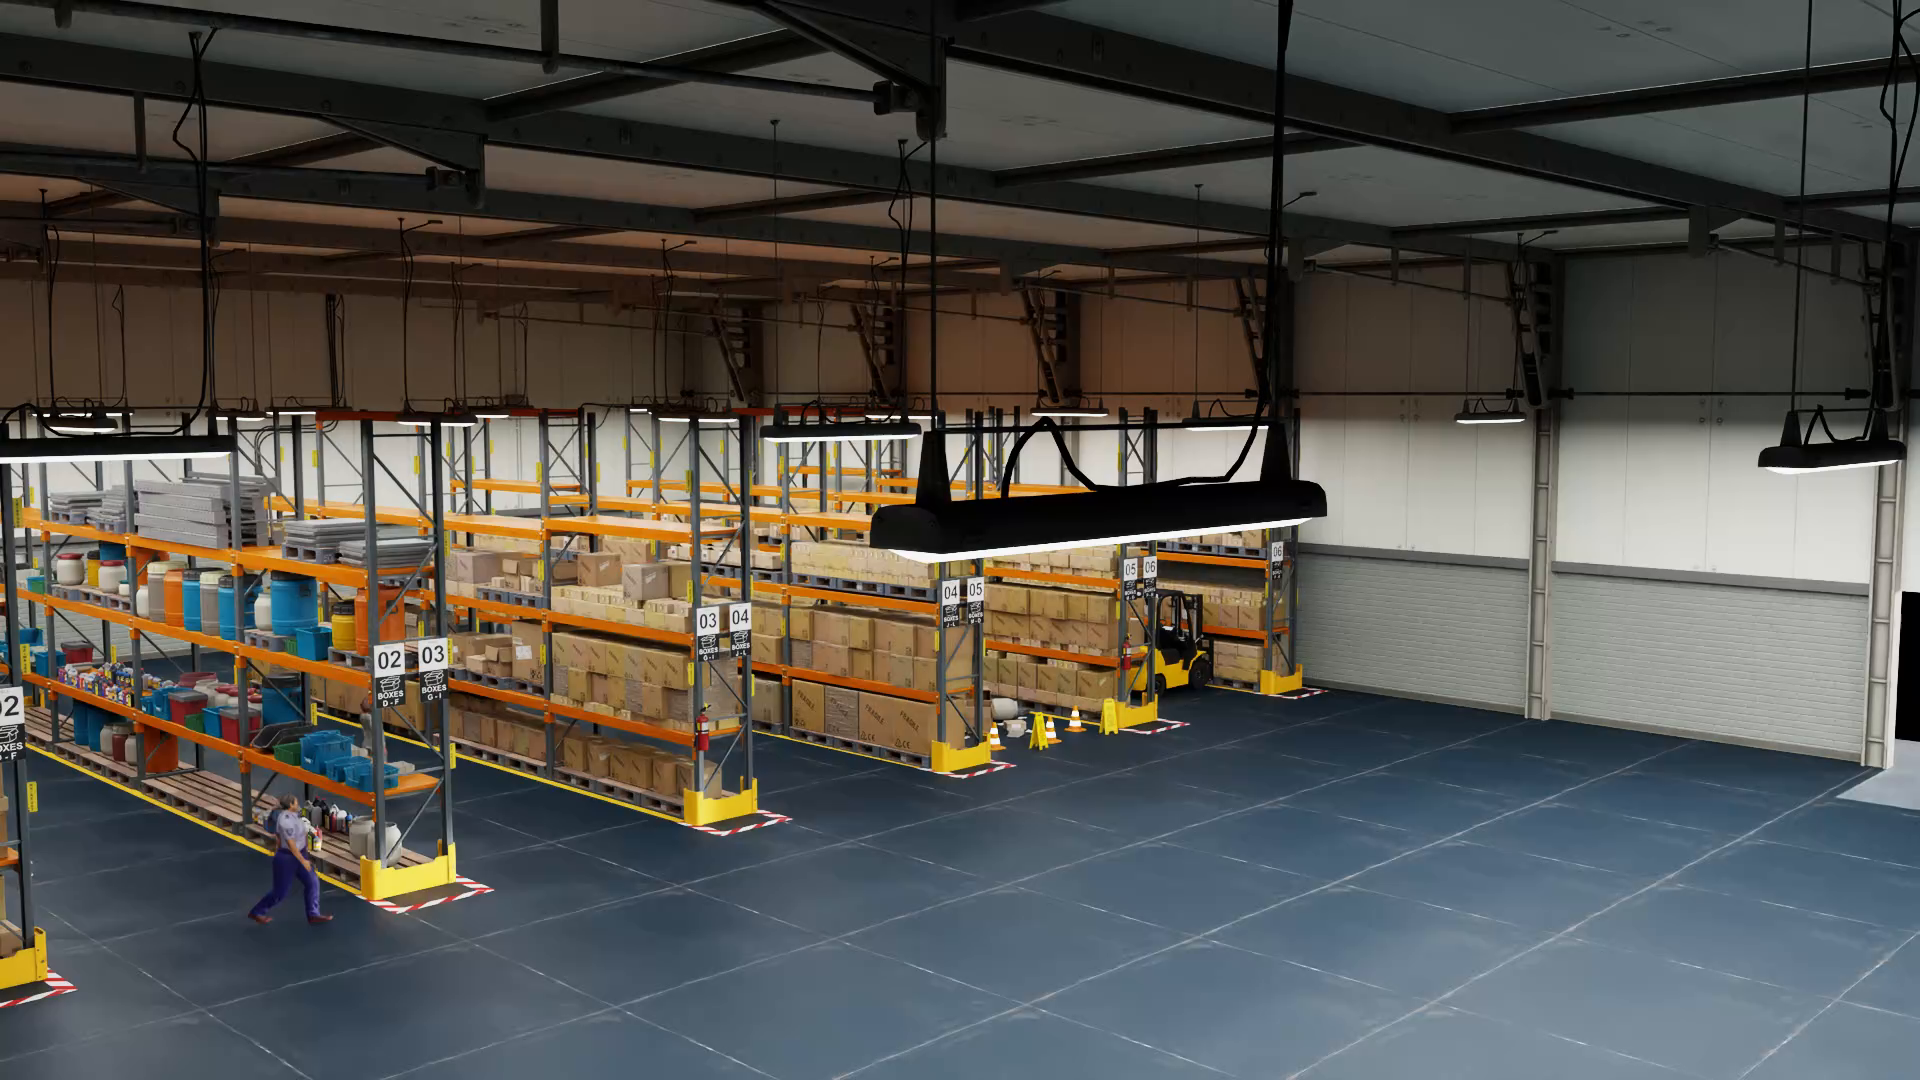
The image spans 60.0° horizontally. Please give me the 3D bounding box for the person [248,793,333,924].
[{"bbox_3d":[-7.961,3.785,19.704,0.925,1.604,0.455,0,5,2],"label":"person"}]

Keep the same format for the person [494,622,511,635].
[{"bbox_3d":[-11.341,1.882,40.999,0.556,1.662,0.445,-3,6,-27],"label":"person"}]

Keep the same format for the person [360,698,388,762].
[{"bbox_3d":[-9.083,3.237,25.888,0.481,1.591,0.415,3,6,28],"label":"person"}]
